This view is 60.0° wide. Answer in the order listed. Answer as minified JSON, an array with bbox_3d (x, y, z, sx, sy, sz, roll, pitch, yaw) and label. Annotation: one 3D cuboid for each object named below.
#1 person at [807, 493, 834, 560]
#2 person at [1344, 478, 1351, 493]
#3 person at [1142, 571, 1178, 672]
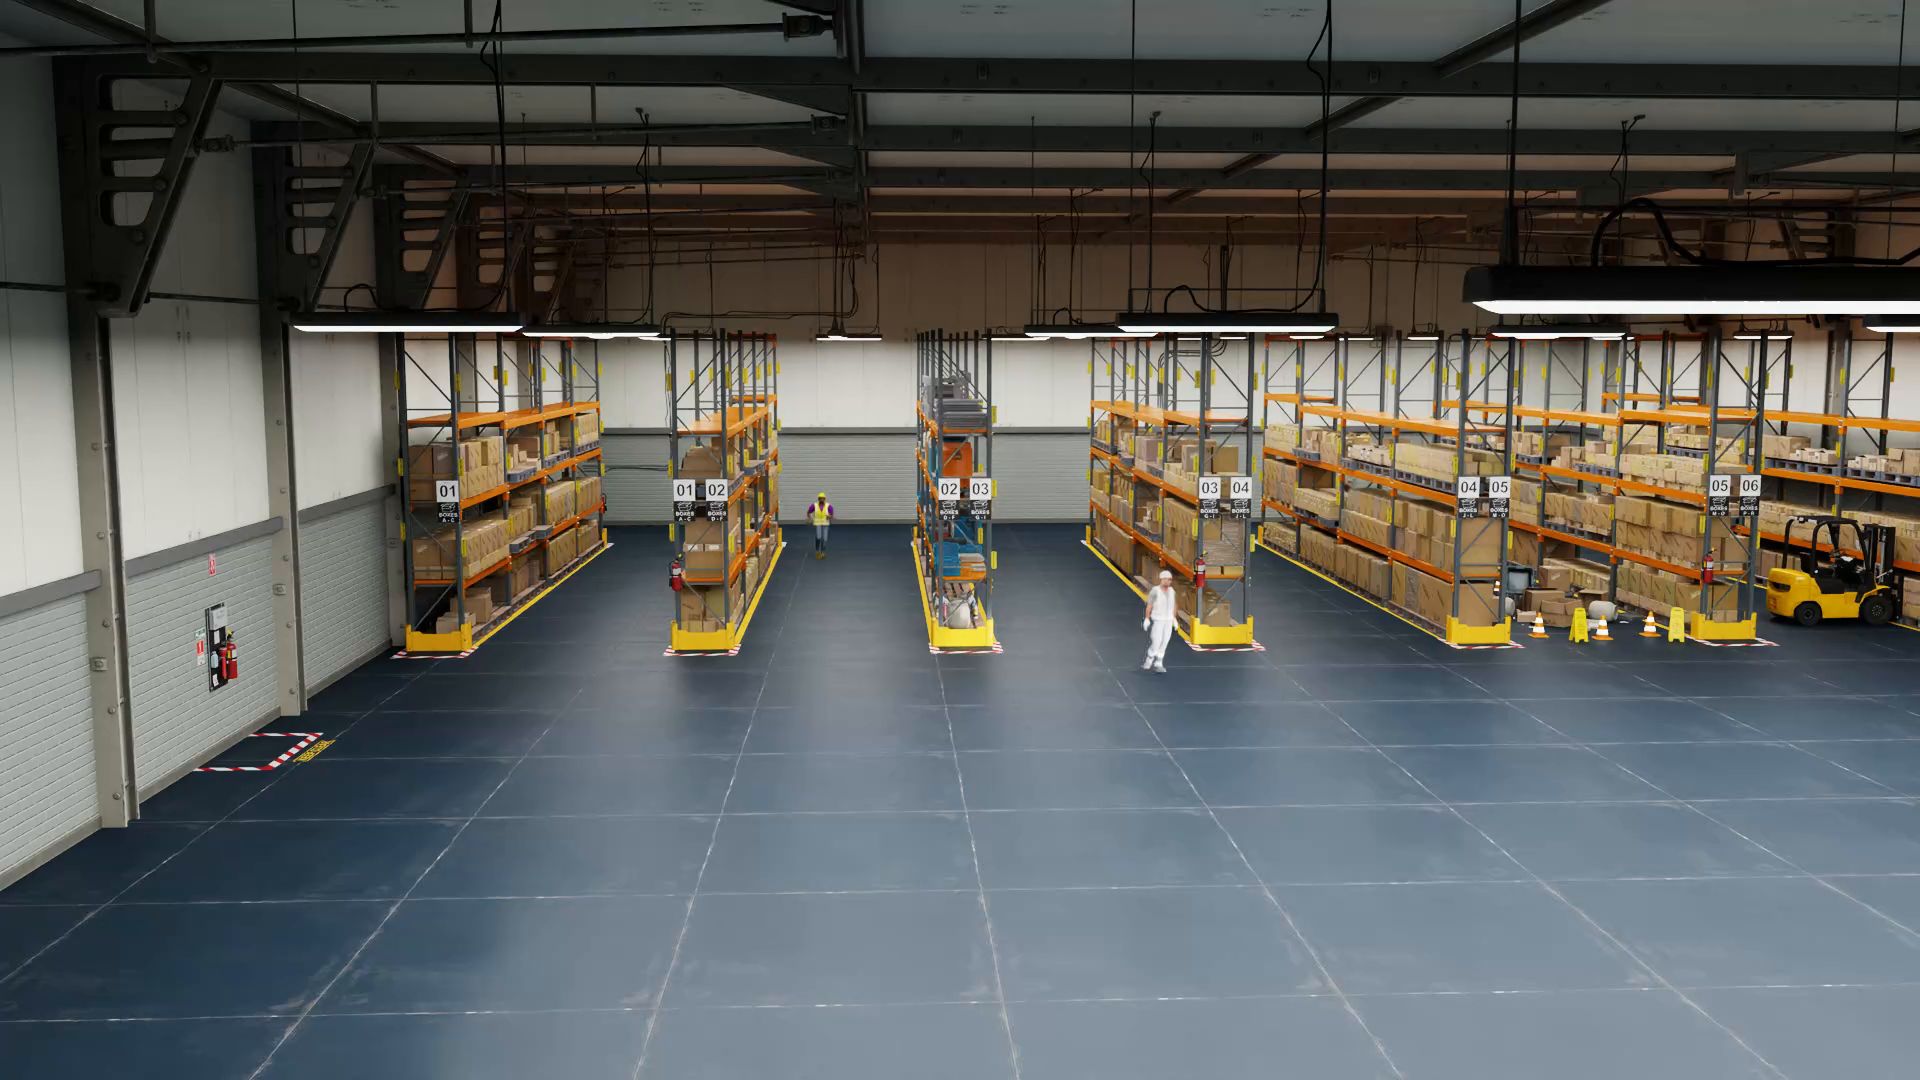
[{"bbox_3d":[-3.686,-0.361,44.240,0.683,1.790,0.724,-1,7,-12],"label":"person"},{"bbox_3d":[11.325,-0.929,49.019,0.693,1.792,0.685,-1,7,-11],"label":"person"},{"bbox_3d":[3.483,1.415,28.987,0.610,1.779,0.434,-4,8,-28],"label":"person"}]
